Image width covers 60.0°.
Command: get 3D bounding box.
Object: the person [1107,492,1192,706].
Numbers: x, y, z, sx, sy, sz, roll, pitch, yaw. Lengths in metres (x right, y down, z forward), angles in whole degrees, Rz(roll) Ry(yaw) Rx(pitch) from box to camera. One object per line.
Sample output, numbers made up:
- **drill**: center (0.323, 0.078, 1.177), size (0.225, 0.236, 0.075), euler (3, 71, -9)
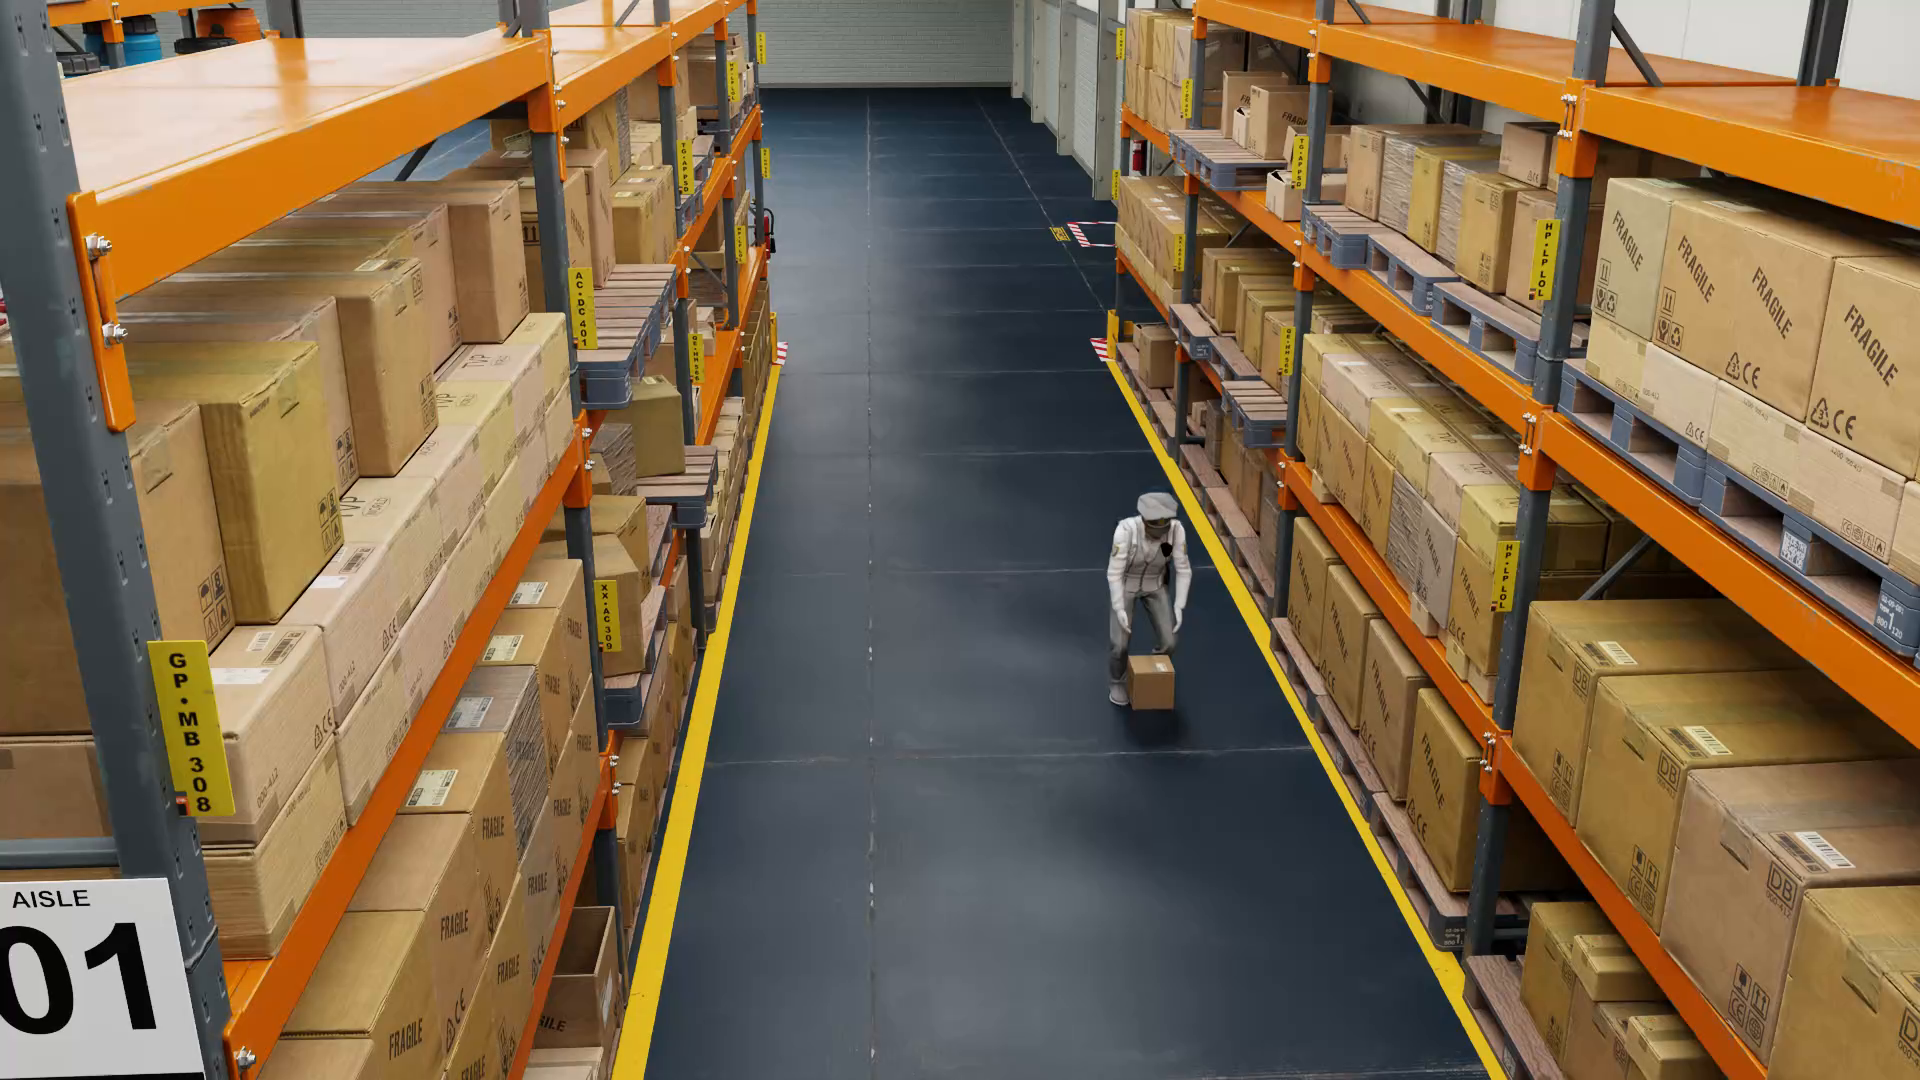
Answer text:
- **person**: center (1.178, 0.354, 10.446), size (0.533, 1.455, 0.654), euler (-1, 21, -3)
